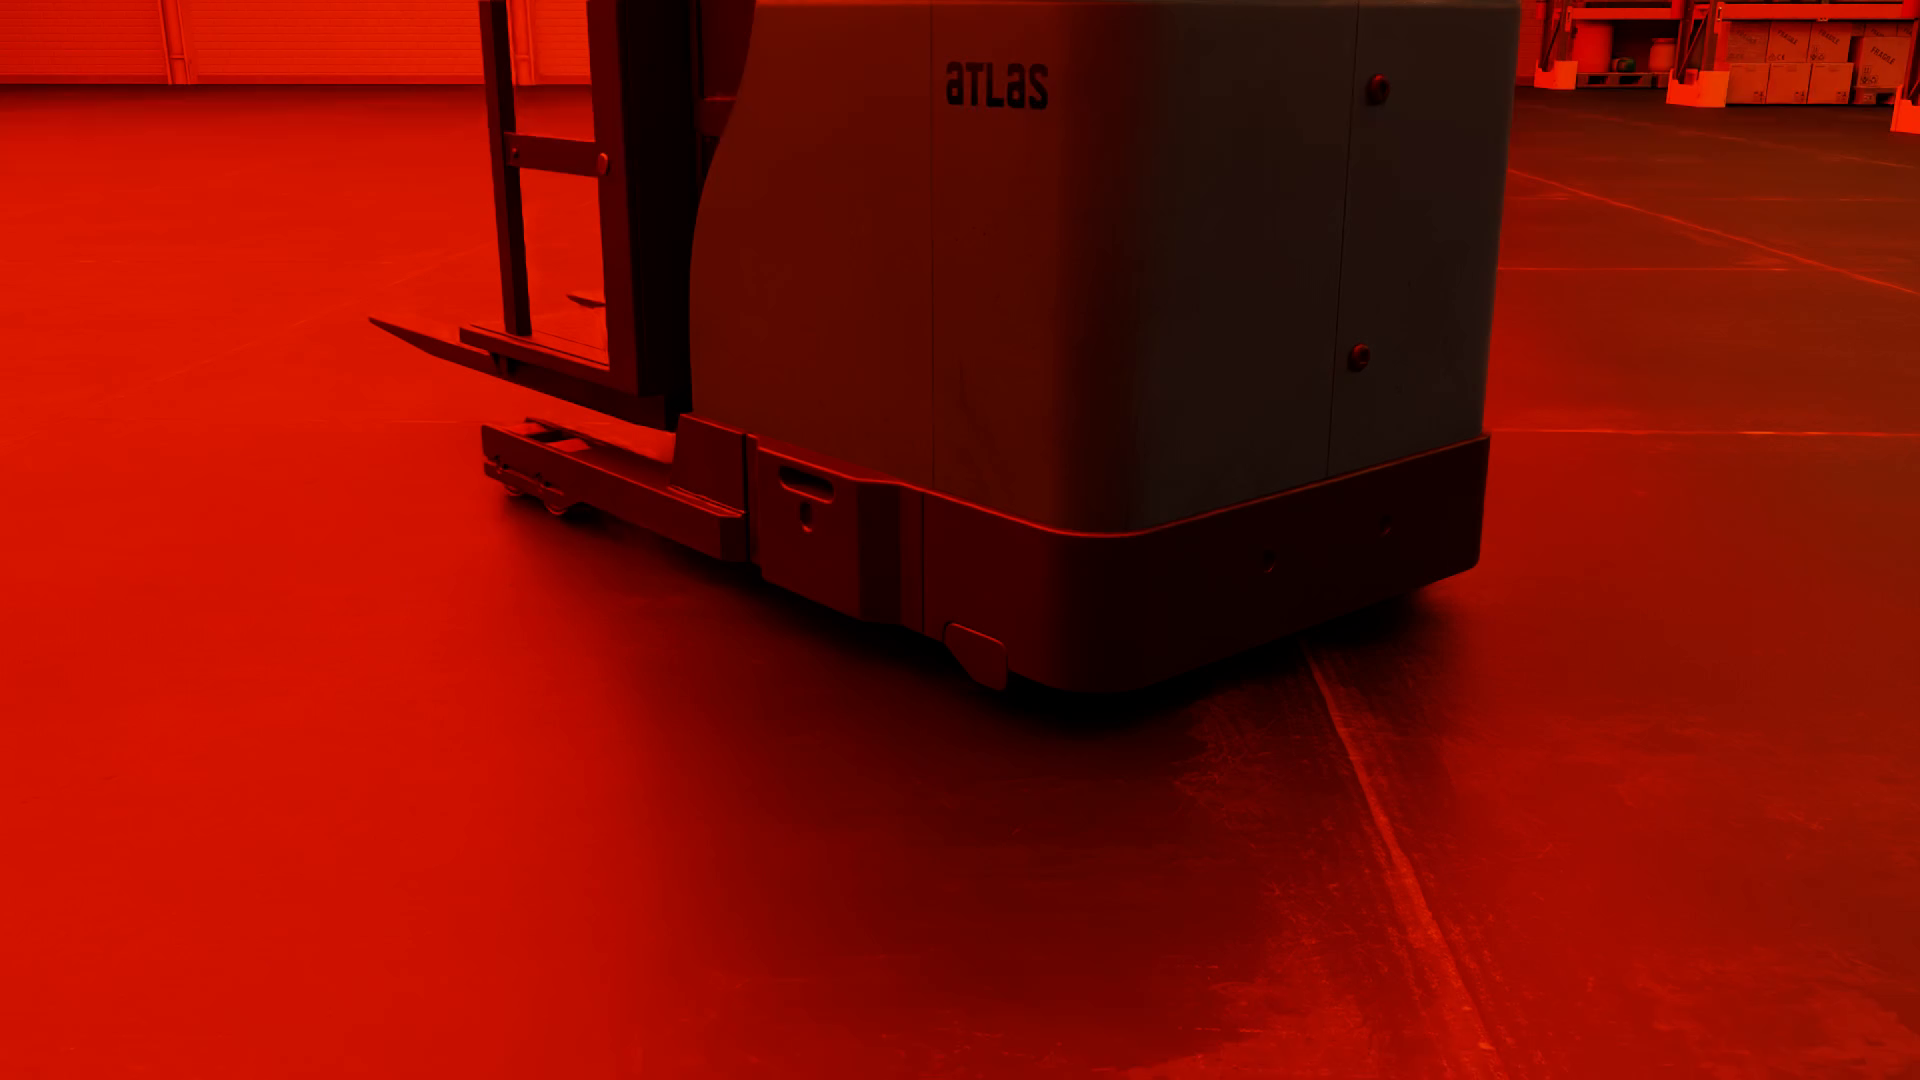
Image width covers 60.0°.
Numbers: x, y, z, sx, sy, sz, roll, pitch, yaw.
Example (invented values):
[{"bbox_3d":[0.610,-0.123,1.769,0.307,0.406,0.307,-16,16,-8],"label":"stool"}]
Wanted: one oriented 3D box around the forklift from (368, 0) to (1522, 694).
[{"bbox_3d":[-0.404,-1.536,3.375,1.130,2.935,3.031,-14,22,-39],"label":"forklift"}]
